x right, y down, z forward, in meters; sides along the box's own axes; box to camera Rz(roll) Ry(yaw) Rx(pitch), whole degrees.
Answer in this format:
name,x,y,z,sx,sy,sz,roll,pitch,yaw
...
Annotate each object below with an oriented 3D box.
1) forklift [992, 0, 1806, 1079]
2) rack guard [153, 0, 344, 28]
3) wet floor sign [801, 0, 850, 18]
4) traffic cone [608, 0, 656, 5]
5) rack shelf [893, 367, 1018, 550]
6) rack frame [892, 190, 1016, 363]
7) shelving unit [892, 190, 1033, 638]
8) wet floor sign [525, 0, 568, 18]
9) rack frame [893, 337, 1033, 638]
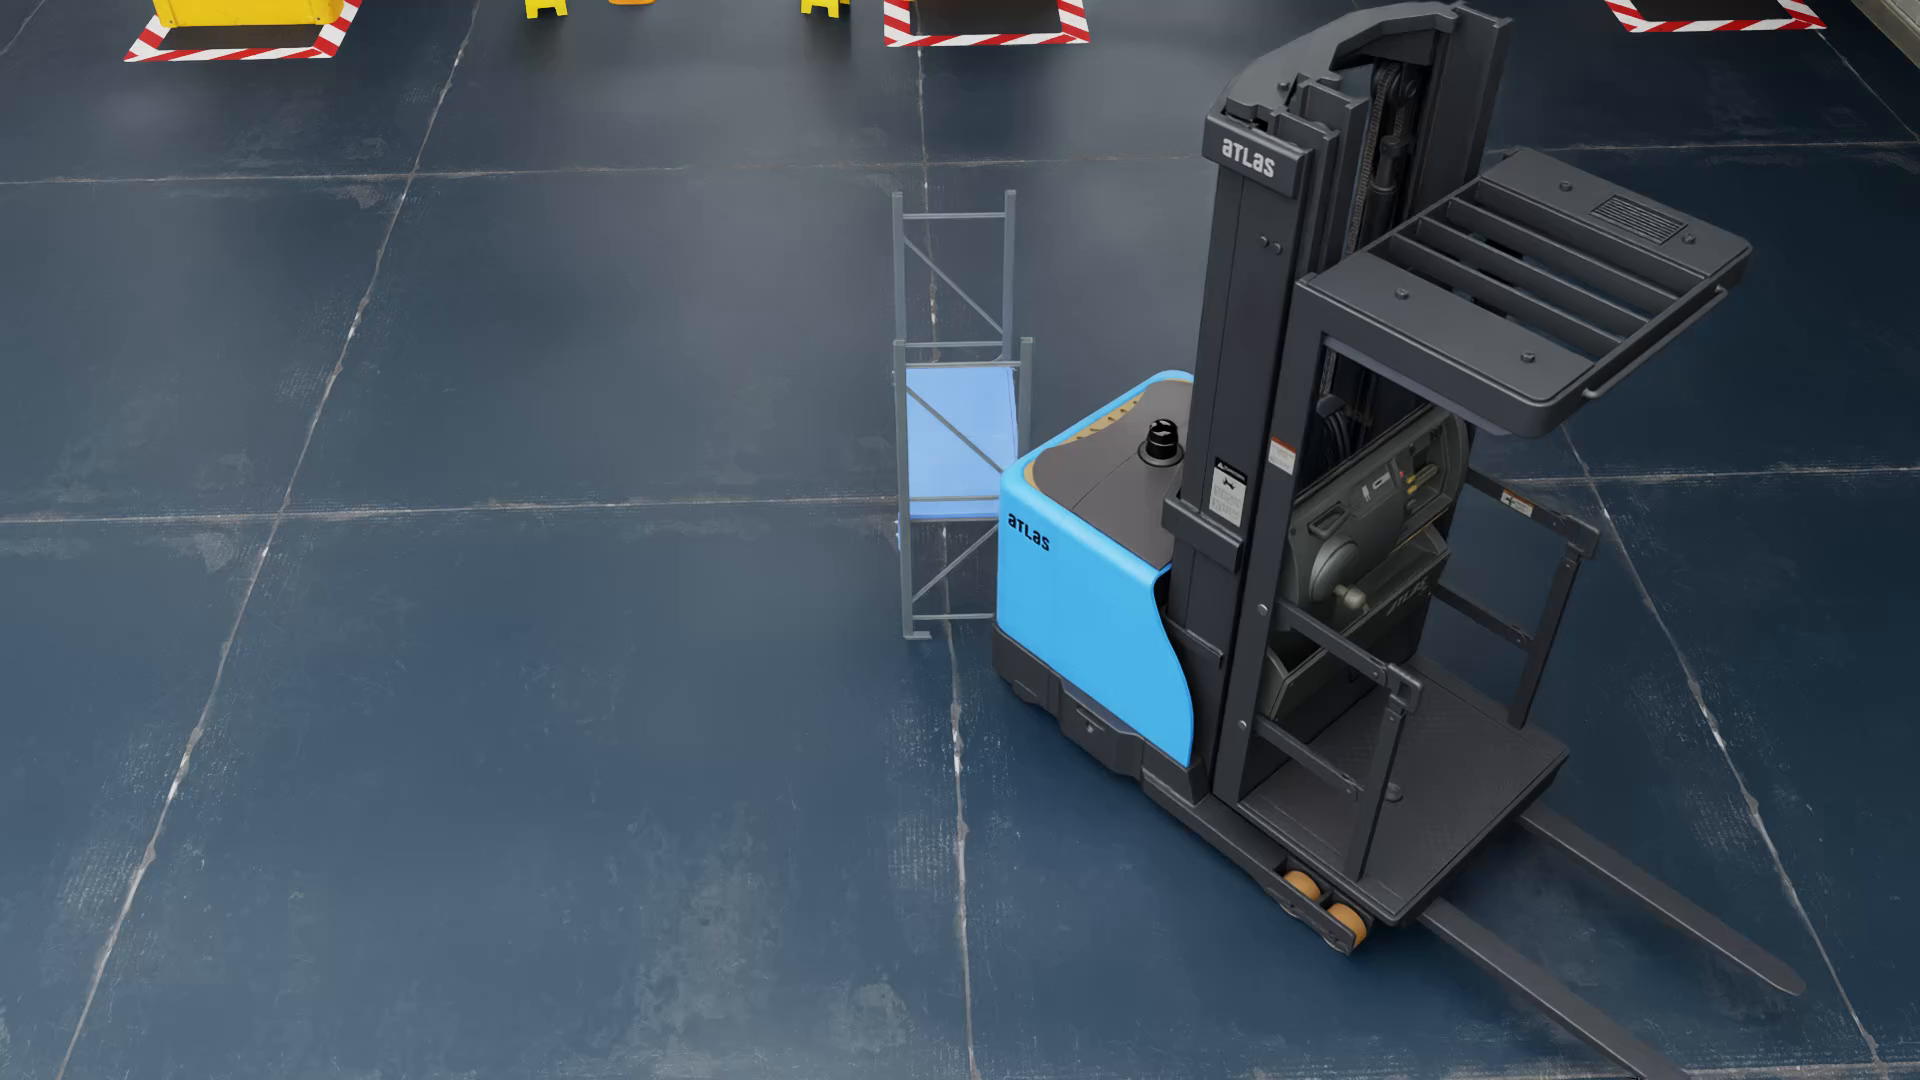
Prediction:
name,x,y,z,sx,sy,sz,roll,pitch,yaw
forklift,1.505,-0.038,5.272,1.130,2.935,3.031,-33,52,-30
rack guard,-4.797,-3.751,11.122,1.175,0.500,0.348,-2,43,-2
wet floor sign,-0.918,-3.872,11.147,0.267,0.644,0.232,12,44,13
traffic cone,-2.258,-3.956,11.373,0.336,0.463,0.334,-2,43,-2
rack shelf,-0.006,-0.370,6.959,0.538,0.185,1.000,-1,43,-1
rack frame,-0.024,-0.845,7.212,0.500,1.500,0.032,-1,43,-1
shelving unit,-0.006,-0.502,6.838,0.538,1.500,1.048,-1,43,-1
wet floor sign,-2.819,-3.858,11.131,0.267,0.644,0.232,-8,43,-9
rack frame,0.012,-0.159,6.463,0.500,1.500,0.032,-1,43,-1
